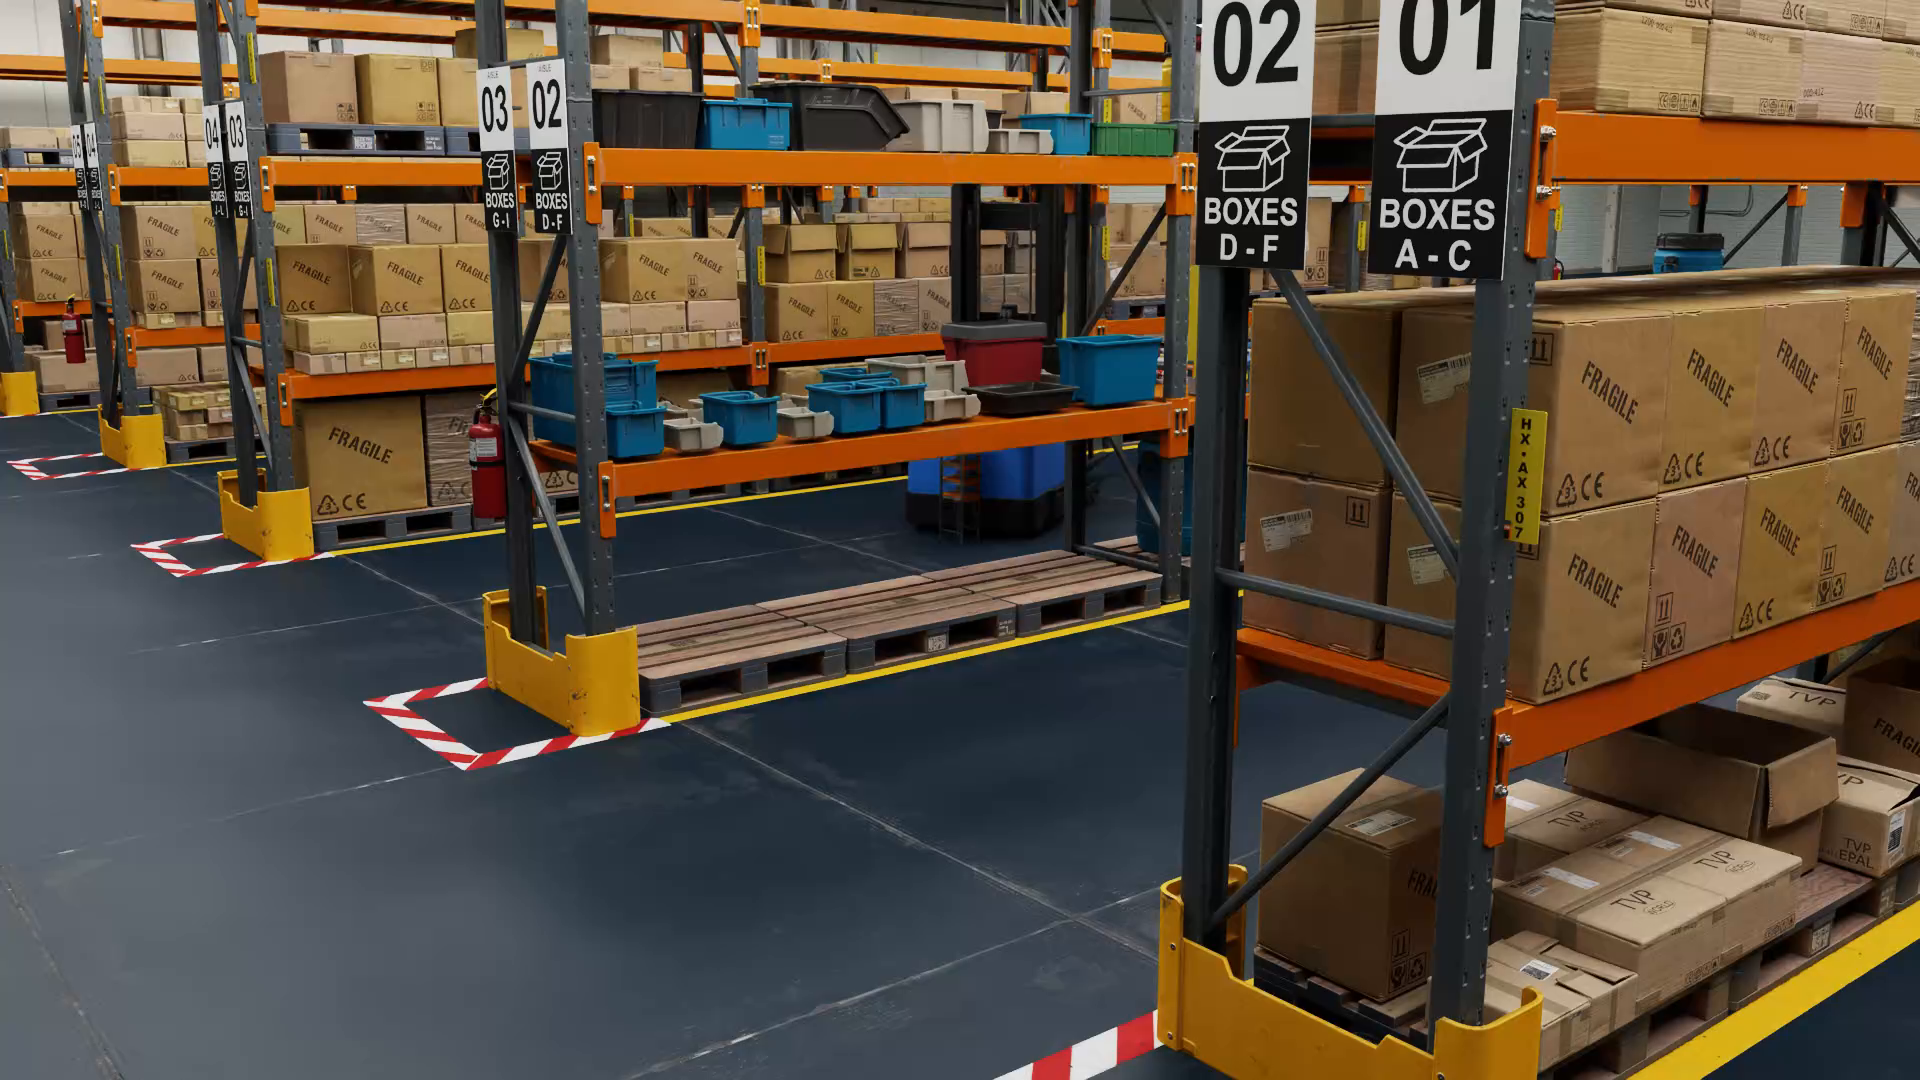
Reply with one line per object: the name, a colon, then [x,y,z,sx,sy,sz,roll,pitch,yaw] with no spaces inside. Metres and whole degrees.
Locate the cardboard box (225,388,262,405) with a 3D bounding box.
cardboard box: [-7.132,-1.426,16.542,0.250,0.149,0.380,-9,15,-38]

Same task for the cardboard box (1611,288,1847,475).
cardboard box: [2.343,-0.505,5.138,0.500,0.500,0.500,-9,15,-37]

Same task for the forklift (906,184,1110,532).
forklift: [0.558,-1.756,13.840,1.130,2.935,3.031,4,13,19]

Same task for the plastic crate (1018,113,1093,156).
plastic crate: [0.555,-2.357,9.691,0.300,0.233,0.416,-9,15,-38]

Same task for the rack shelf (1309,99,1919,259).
rack shelf: [2.596,-1.194,5.540,4.000,0.370,1.077,-9,15,-38]

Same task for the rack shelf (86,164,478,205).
rack shelf: [-6.609,-3.619,16.960,4.000,0.370,1.077,-9,15,-38]

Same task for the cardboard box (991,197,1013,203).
cardboard box: [0.489,-5.627,28.543,0.500,0.500,0.700,-9,15,-37]

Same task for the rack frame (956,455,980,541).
rack frame: [0.063,-0.599,12.555,0.240,1.200,0.006,12,17,42]

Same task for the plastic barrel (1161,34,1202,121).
plastic barrel: [1.652,-3.058,11.123,0.600,0.588,0.600,0,12,0]

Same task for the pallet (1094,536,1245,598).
pallet: [1.695,0.129,11.515,1.213,0.211,1.003,-9,15,-38]

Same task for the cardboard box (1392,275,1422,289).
cardboard box: [5.022,-3.285,19.922,0.500,0.500,0.875,-9,15,-38]

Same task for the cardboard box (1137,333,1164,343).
cardboard box: [2.436,-3.155,24.369,0.875,0.875,0.875,-9,15,-37]

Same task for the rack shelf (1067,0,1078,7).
rack shelf: [-0.495,-3.270,9.056,4.000,0.370,1.077,-9,15,-38]

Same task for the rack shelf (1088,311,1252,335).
rack shelf: [2.658,-2.372,18.310,4.000,0.370,1.077,-9,15,-38]

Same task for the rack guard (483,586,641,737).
rack guard: [-2.068,0.605,8.576,0.348,0.500,1.175,-9,15,-38]

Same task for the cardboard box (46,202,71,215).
cardboard box: [-10.732,-3.936,19.732,0.250,0.149,0.380,-9,15,-36]

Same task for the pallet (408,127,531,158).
pallet: [-3.625,-3.107,13.033,1.213,0.211,1.003,-9,15,-38]

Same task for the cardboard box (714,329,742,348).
cardboard box: [-2.061,-1.730,14.158,0.250,0.149,0.380,-9,15,-37]

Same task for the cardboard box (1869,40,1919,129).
cardboard box: [2.769,-1.432,5.292,0.500,0.250,0.500,-9,15,-38]

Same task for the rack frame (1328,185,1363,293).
rack frame: [4.219,-2.983,19.457,0.127,3.000,1.000,-9,15,-38]

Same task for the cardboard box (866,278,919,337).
cardboard box: [-0.729,-2.144,15.262,0.500,0.500,0.500,-10,15,-39]

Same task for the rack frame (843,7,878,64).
rack frame: [-1.952,-8.849,32.637,0.127,3.000,1.000,-9,15,-38]

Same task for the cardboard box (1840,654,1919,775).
cardboard box: [3.890,0.789,6.649,0.500,0.500,0.500,-9,15,-38]

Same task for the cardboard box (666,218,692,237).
cardboard box: [-4.197,-4.561,24.920,0.500,0.500,0.500,-8,15,-35]

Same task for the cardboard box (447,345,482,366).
cardboard box: [-3.866,-1.430,12.745,0.250,0.149,0.380,-10,15,-39]

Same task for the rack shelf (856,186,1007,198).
rack shelf: [-0.410,-5.966,28.012,4.000,0.370,1.077,-9,15,-38]

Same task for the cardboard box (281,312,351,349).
cardboard box: [-4.938,-1.604,12.608,0.500,0.250,0.500,-10,15,-39]

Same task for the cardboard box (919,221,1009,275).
cardboard box: [0.004,-2.828,16.068,0.637,0.503,0.797,-9,15,-36]

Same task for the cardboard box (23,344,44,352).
cardboard box: [-13.553,-2.762,24.267,0.250,0.149,0.380,-10,16,-40]

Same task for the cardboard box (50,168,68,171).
cardboard box: [-13.039,-5.348,23.976,0.250,0.149,0.380,-10,15,-38]

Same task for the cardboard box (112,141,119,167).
cardboard box: [-7.981,-3.740,16.159,0.500,0.250,0.500,-10,15,-39]

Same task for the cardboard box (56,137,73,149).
cardboard box: [-10.769,-4.773,20.015,0.250,0.149,0.380,-11,16,-42]

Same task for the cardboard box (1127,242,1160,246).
cardboard box: [2.391,-4.050,24.120,0.550,0.550,0.875,-9,15,-38]

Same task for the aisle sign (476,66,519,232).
aisle sign: [-2.296,-1.933,8.251,0.004,0.787,0.394,-9,15,-38]

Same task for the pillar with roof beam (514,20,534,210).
pillar with roof beam: [-5.054,-7.428,25.945,0.400,9.000,9.100,-9,15,-38]

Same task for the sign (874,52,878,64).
sign: [-1.624,-9.255,32.109,0.005,0.325,0.100,-9,15,-38]

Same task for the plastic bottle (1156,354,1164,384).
plastic bottle: [1.388,-1.175,11.421,0.097,0.201,0.097,0,12,0]

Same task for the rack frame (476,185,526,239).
rack frame: [-5.047,-2.763,18.419,0.127,3.000,1.000,-9,15,-38]

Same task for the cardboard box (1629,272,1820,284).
cardboard box: [2.810,-0.727,6.183,0.500,0.500,0.500,-10,16,-39]

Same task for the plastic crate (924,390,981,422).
plastic crate: [-0.105,-0.768,9.513,0.466,0.136,0.293,-9,15,-38]

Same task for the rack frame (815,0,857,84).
rack frame: [-1.972,-7.525,26.404,0.127,3.000,1.000,-9,15,-38]

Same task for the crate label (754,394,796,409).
crate label: [-1.096,-0.734,9.354,0.243,0.136,0.396,-9,15,-38]

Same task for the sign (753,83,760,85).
sign: [-1.680,-3.614,13.772,0.005,0.325,0.100,-9,15,-38]

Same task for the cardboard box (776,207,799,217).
cardboard box: [-2.721,-5.120,25.989,0.250,0.149,0.380,-10,16,-39]

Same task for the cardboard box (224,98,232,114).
cardboard box: [-7.117,-4.167,16.009,0.250,0.149,0.380,-9,15,-37]

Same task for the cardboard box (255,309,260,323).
cardboard box: [-6.953,-2.263,16.669,0.250,0.149,0.380,-10,15,-38]

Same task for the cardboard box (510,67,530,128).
cardboard box: [-3.521,-3.491,13.132,0.500,0.500,0.700,-9,15,-35]

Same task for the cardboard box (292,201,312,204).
cardboard box: [-8.534,-4.300,21.447,0.250,0.149,0.380,-9,15,-36]

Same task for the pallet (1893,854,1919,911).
pallet: [3.621,1.115,6.870,1.213,0.211,1.003,-9,15,-38]

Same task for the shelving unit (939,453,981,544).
shelving unit: [0.000,-0.585,12.490,0.258,1.200,0.189,12,17,42]

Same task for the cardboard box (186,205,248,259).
cardboard box: [-7.264,-3.009,16.214,0.500,0.500,0.500,-9,15,-36]

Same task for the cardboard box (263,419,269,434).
cardboard box: [-6.951,-1.167,16.755,0.250,0.149,0.380,-9,15,-37]

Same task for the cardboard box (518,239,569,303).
cardboard box: [-3.354,-2.233,13.761,0.500,0.500,0.500,-10,16,-39]

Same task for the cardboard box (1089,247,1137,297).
cardboard box: [1.493,-2.795,17.319,0.500,0.500,0.500,11,16,43]
